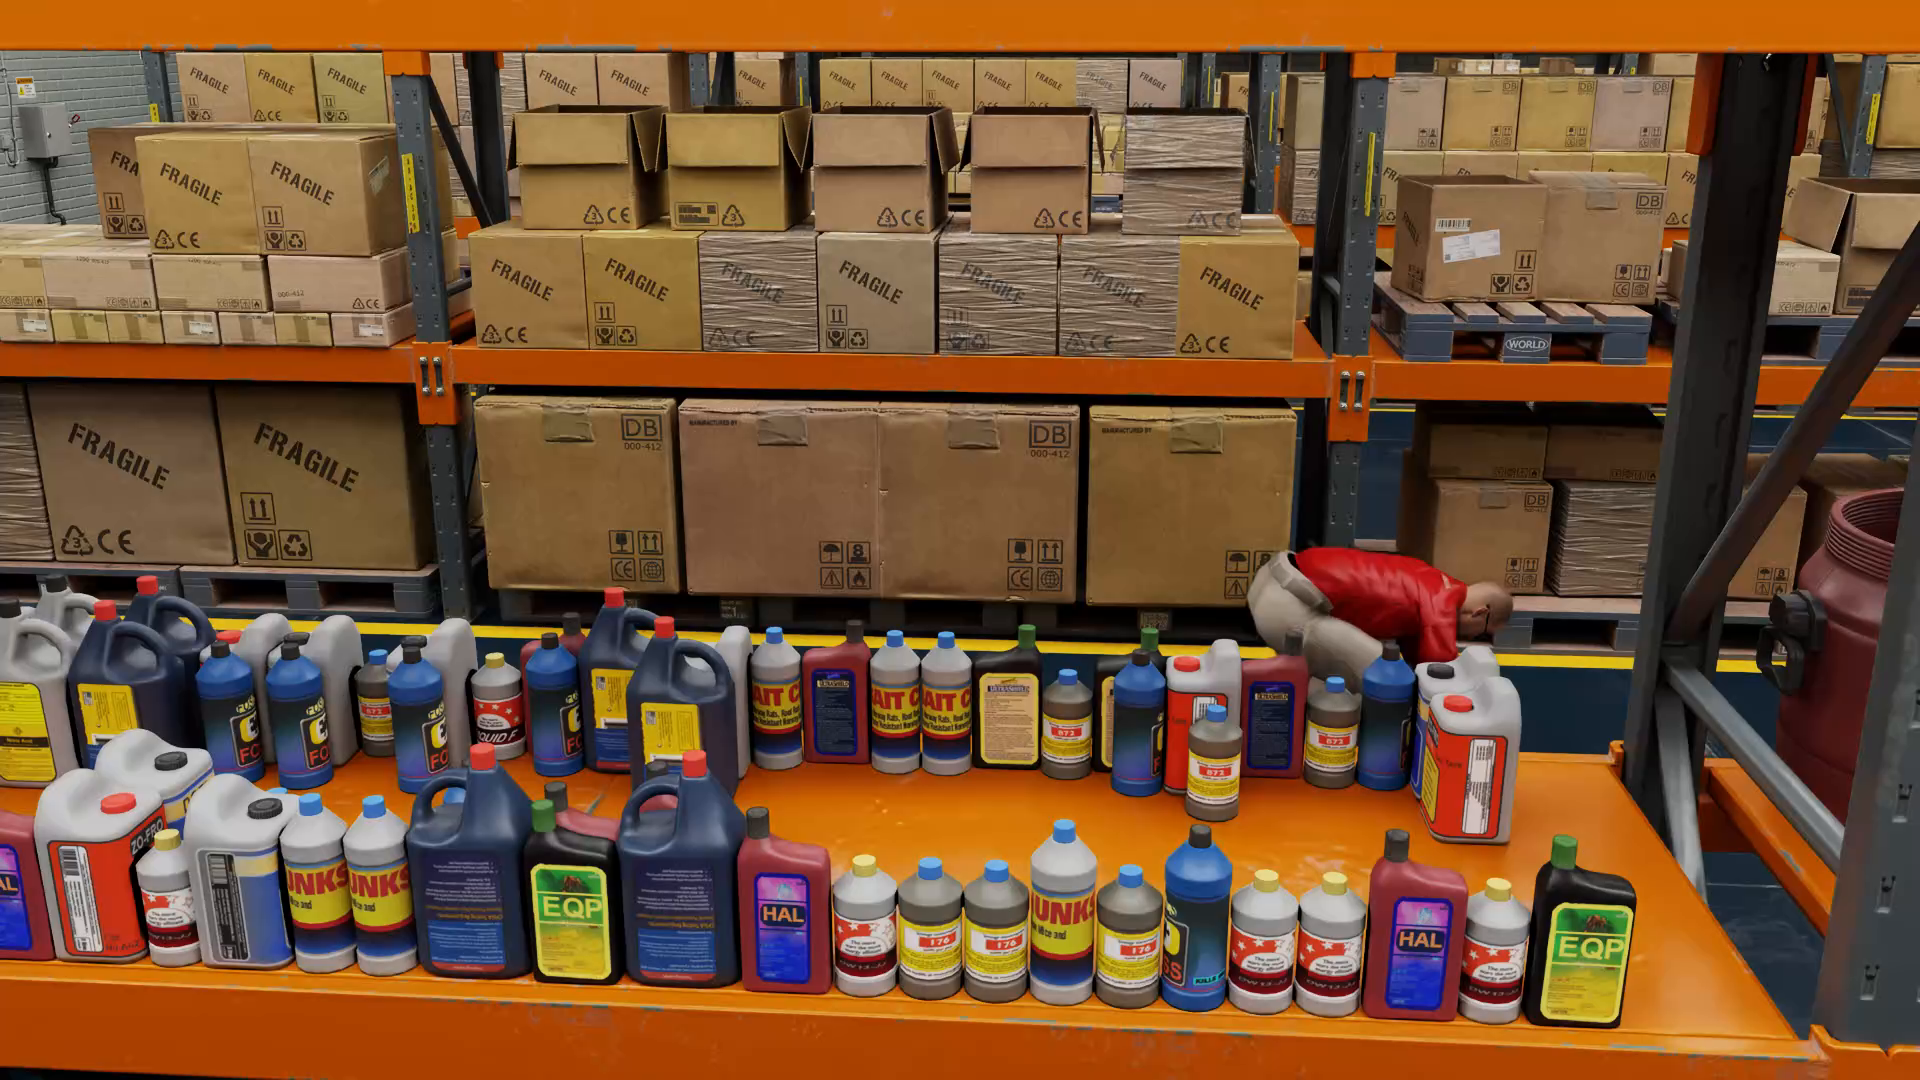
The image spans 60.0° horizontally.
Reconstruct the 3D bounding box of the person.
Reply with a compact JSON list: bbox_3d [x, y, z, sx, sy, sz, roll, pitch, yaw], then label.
[{"bbox_3d":[1.533,0.450,6.125,0.957,0.867,0.545,1,17,2],"label":"person"}]
